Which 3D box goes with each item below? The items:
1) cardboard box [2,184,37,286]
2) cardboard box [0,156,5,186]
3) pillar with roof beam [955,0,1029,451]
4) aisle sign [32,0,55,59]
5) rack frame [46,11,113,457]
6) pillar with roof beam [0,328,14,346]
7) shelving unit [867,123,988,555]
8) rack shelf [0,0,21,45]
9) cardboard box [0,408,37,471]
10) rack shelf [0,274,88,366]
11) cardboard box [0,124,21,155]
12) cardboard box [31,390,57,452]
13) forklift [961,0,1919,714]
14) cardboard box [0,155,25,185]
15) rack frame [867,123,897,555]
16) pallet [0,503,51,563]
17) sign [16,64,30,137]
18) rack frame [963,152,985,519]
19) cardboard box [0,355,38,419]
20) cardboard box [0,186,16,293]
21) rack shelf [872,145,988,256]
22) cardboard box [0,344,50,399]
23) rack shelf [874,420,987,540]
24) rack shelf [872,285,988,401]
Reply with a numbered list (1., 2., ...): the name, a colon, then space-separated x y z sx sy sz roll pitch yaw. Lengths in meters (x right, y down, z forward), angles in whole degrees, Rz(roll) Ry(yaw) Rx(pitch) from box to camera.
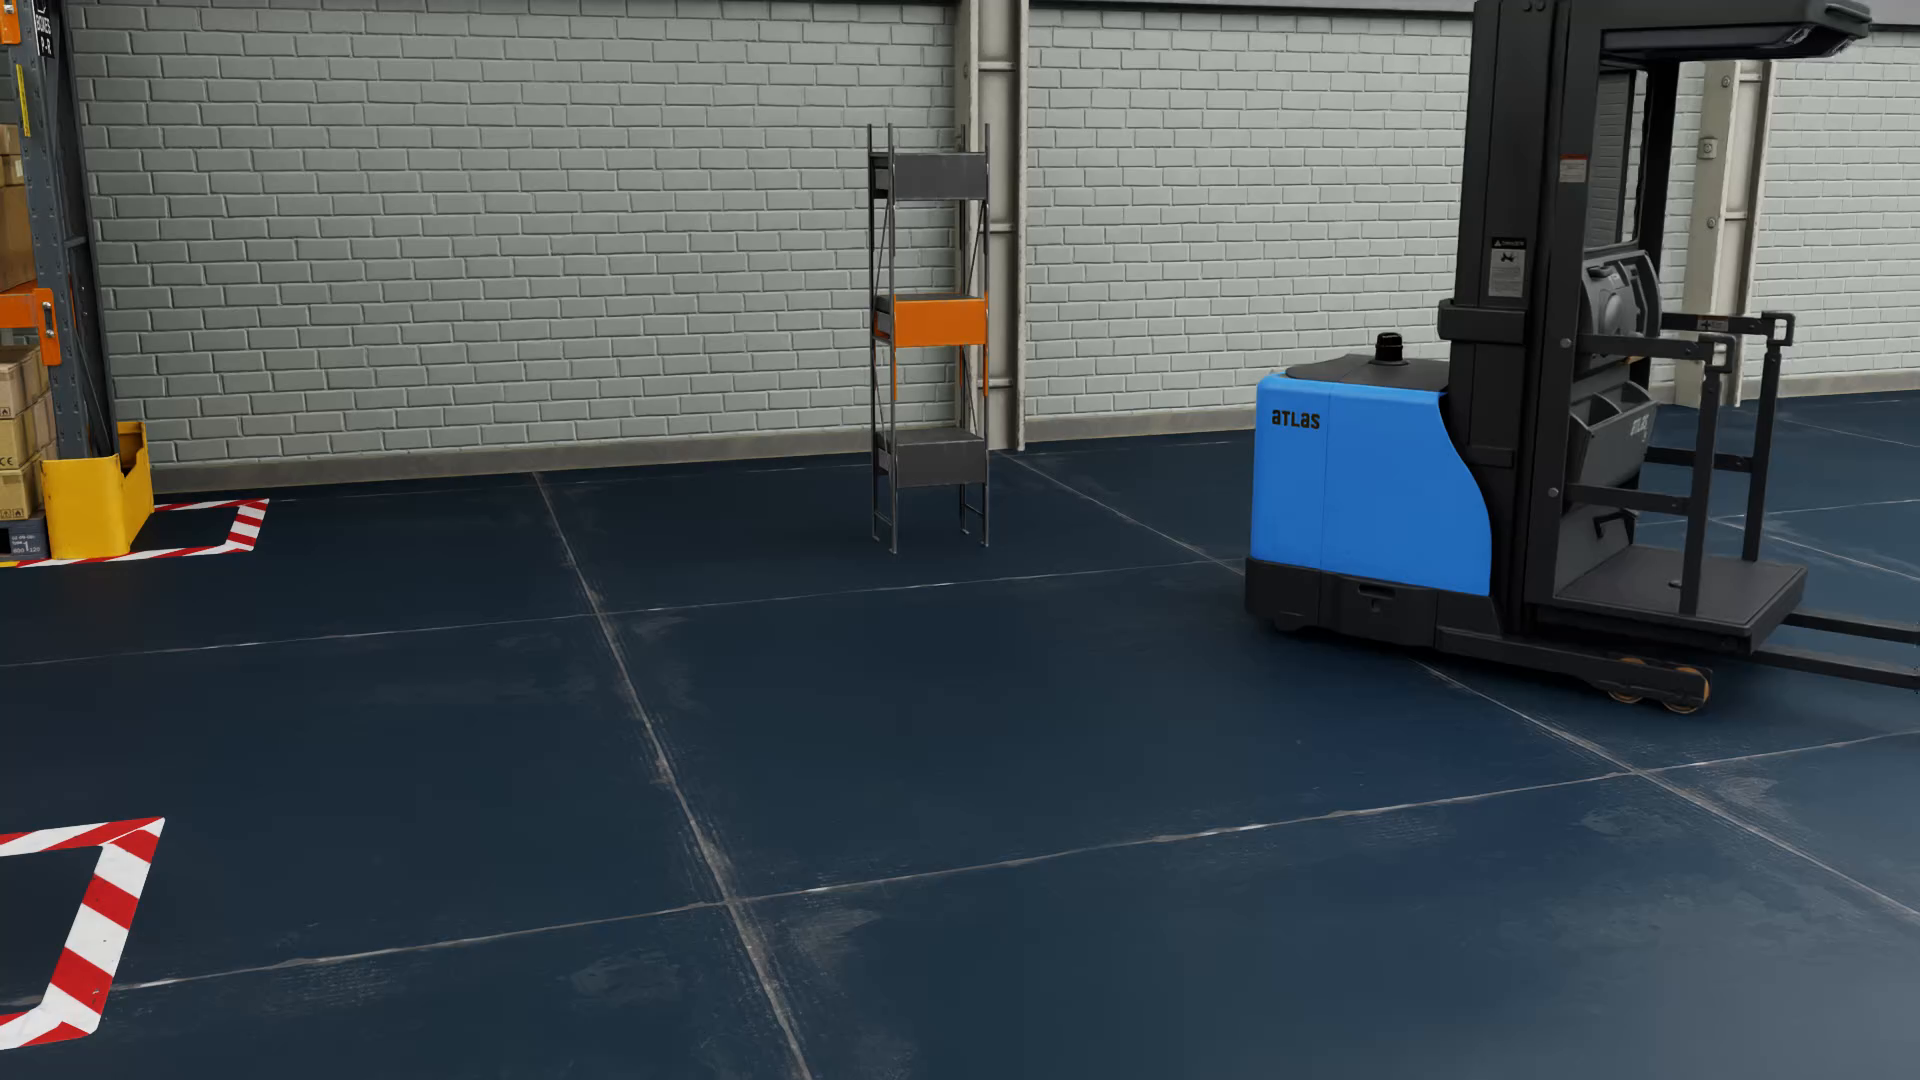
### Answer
1. cardboard box: -5.096 -1.567 8.531 0.500 0.500 0.500 -4 14 -16
2. cardboard box: -4.777 -1.771 7.988 0.250 0.149 0.380 -4 14 -17
3. pillar with roof beam: 1.574 -4.057 6.254 0.400 9.000 9.100 -4 14 -18
4. aisle sign: -4.382 -2.699 7.889 0.004 0.787 0.394 -4 14 -18
5. rack frame: -4.537 -1.493 8.438 0.053 2.616 0.949 -4 14 -18
6. pillar with roof beam: -4.112 -3.614 4.392 0.400 9.000 9.100 -4 14 -18
7. shelving unit: -0.159 -1.009 8.348 0.499 2.100 0.431 -4 14 -18
8. rack shelf: -6.434 -2.455 7.556 4.000 0.370 1.077 -4 14 -18
9. cardboard box: -4.900 -0.499 8.213 0.500 0.250 0.500 -5 14 -19
10. rack shelf: -6.434 -0.996 7.903 4.000 0.370 1.077 -4 14 -18
11. cardboard box: -4.924 -2.025 8.412 0.250 0.149 0.380 -5 14 -19
12. cardboard box: -5.050 -0.614 8.698 0.500 0.250 0.500 -4 14 -17
13. forklift: 1.880 -1.078 6.840 5.060 2.935 1.130 10 17 35
14. cardboard box: -4.942 -1.890 8.488 0.250 0.149 0.380 -5 14 -20
15. rack frame: -0.388 -0.991 8.273 0.015 2.100 0.400 -4 14 -18
16. pallet: -5.249 -0.072 8.487 1.213 0.211 1.003 -4 14 -18
17. sign: -4.378 -2.052 7.775 0.005 0.325 0.100 -4 14 -18
18. rack frame: 0.074 -1.028 8.425 0.006 1.831 0.380 -4 14 -18
19. cardboard box: -4.875 -0.744 8.164 0.500 0.250 0.500 -4 14 -16
20. cardboard box: -4.921 -1.448 8.034 0.500 0.500 0.500 -5 14 -19
21. rack shelf: -0.157 -1.677 8.190 0.480 0.518 0.431 -4 14 -18
22. cardboard box: -5.054 -0.853 8.620 0.500 0.250 0.500 -5 14 -19
23. rack shelf: -0.157 -0.315 8.514 0.480 0.518 0.431 -4 14 -18
24. rack shelf: -0.157 -0.996 8.352 0.480 0.518 0.431 -4 14 -18
